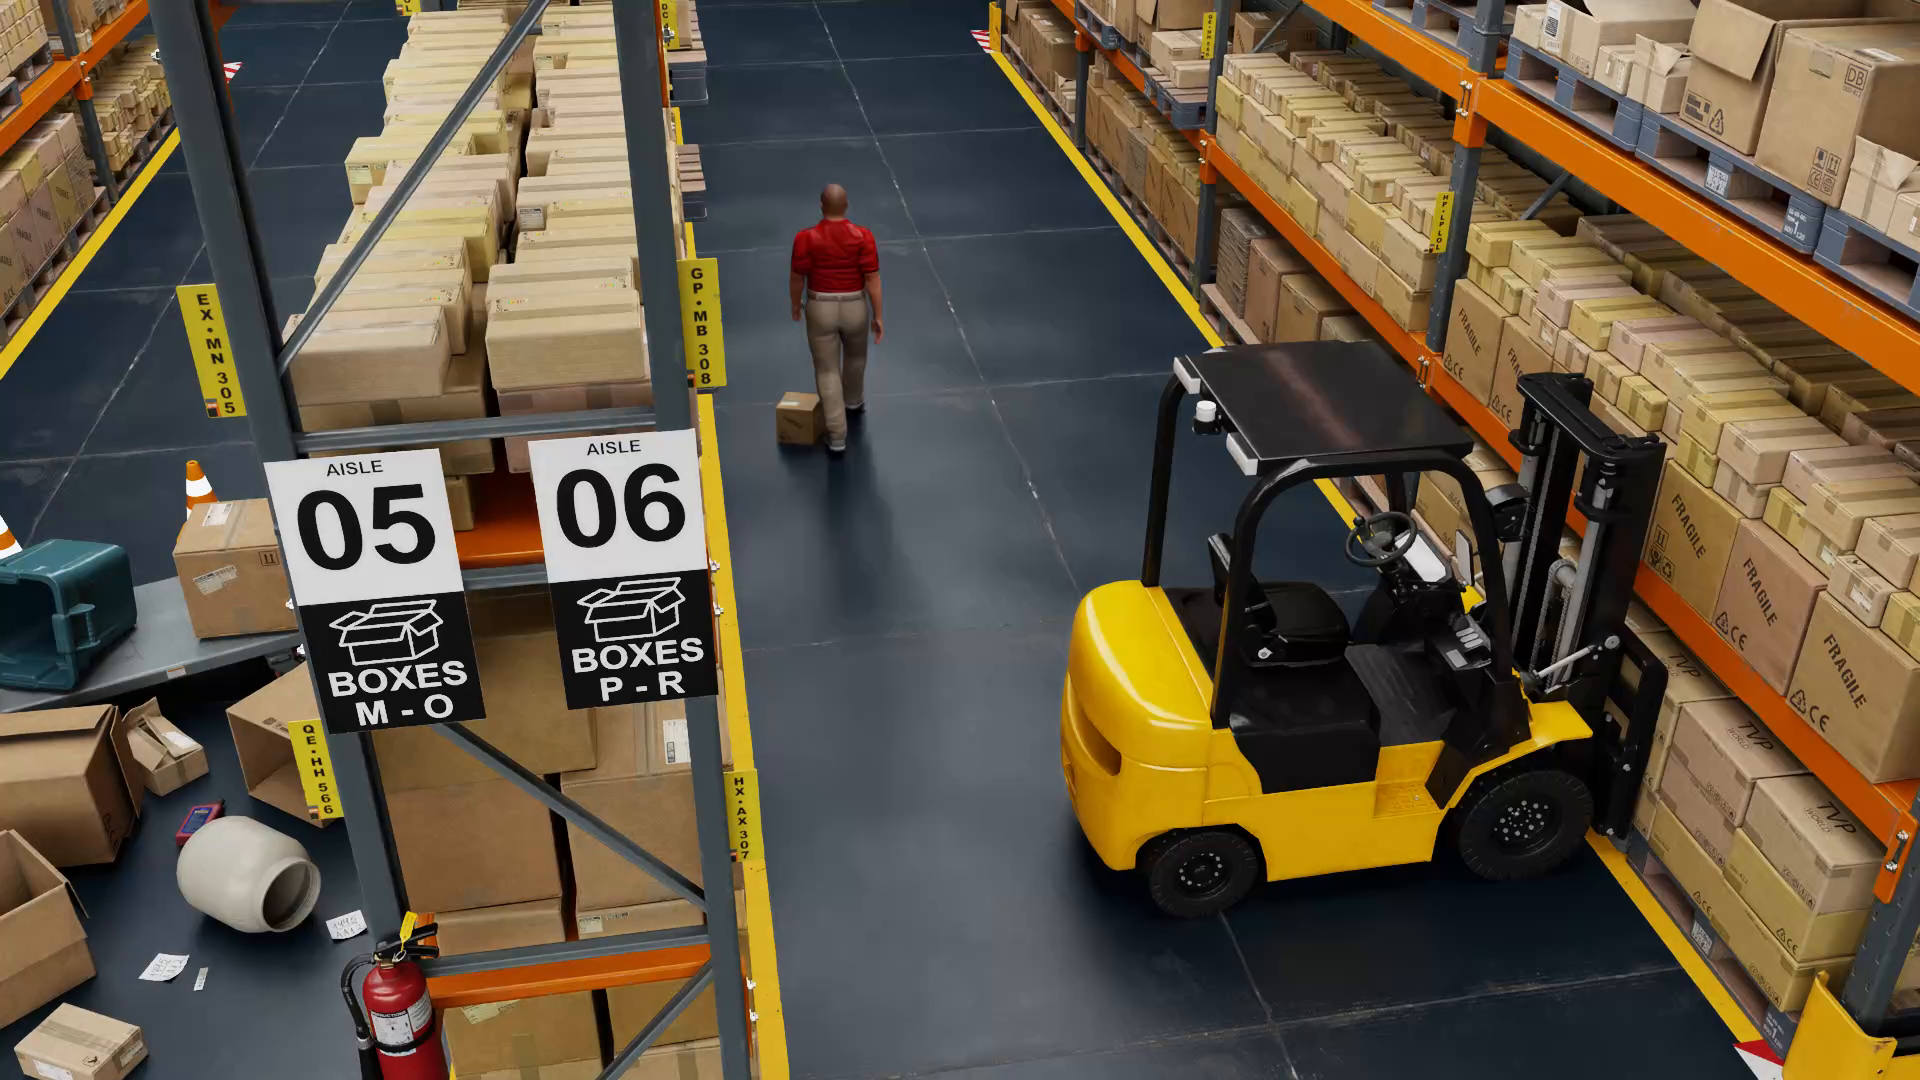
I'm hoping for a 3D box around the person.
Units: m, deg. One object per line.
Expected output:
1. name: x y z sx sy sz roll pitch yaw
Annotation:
1. person: -0.810 -1.489 10.675 0.563 1.708 0.912 -6 31 -10
